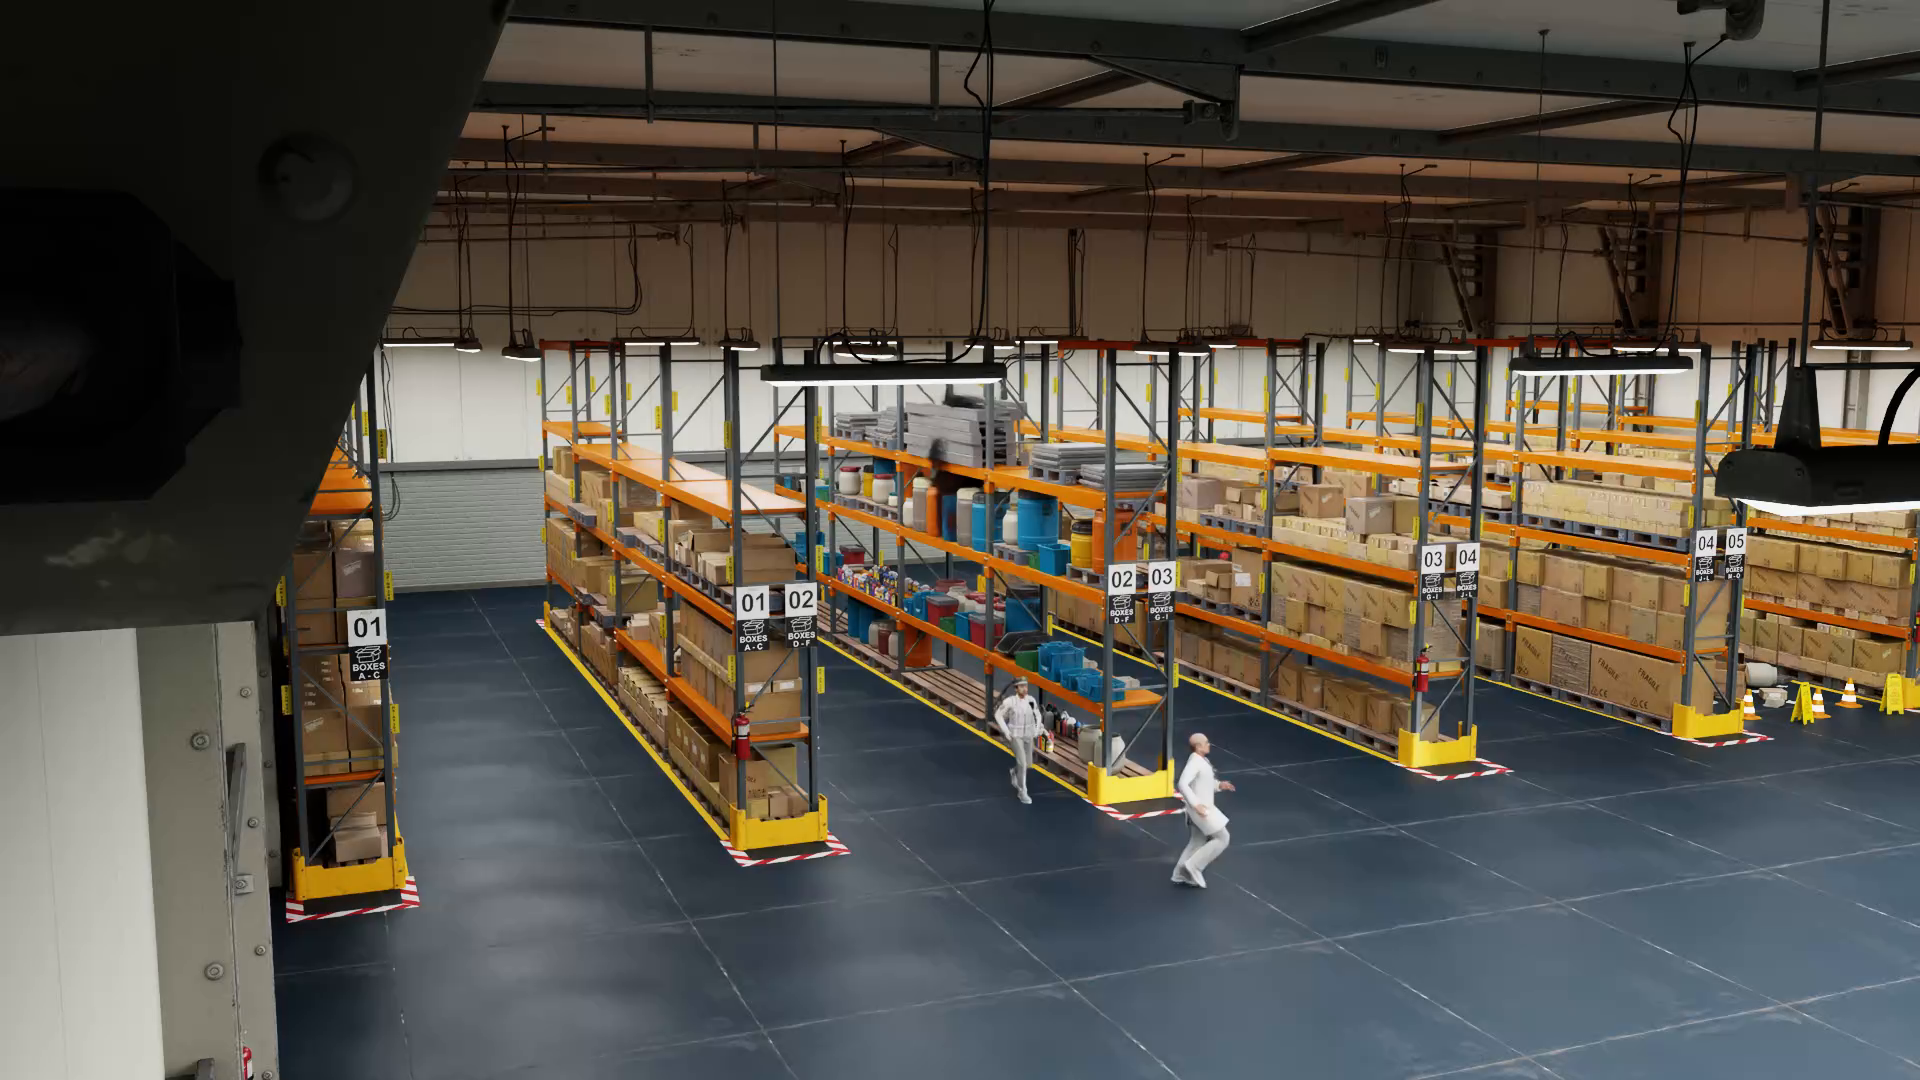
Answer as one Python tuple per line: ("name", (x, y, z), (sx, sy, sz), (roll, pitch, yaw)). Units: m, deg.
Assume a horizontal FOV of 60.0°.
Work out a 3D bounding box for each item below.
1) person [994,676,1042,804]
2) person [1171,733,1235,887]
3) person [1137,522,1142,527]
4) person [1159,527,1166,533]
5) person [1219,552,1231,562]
("person", (0.780, 2.621, 22.233), (0.636, 1.688, 0.717), (-3, 8, -23))
("person", (2.742, 3.034, 18.693), (0.705, 1.746, 0.695), (0, 7, 2))
("person", (4.138, 0.403, 39.347), (0.723, 1.656, 0.762), (2, 8, 13))
("person", (4.585, 0.543, 38.230), (0.612, 1.674, 0.878), (-2, 8, -17))
("person", (5.268, 1.117, 33.328), (0.647, 1.775, 0.786), (-4, 9, -29))
